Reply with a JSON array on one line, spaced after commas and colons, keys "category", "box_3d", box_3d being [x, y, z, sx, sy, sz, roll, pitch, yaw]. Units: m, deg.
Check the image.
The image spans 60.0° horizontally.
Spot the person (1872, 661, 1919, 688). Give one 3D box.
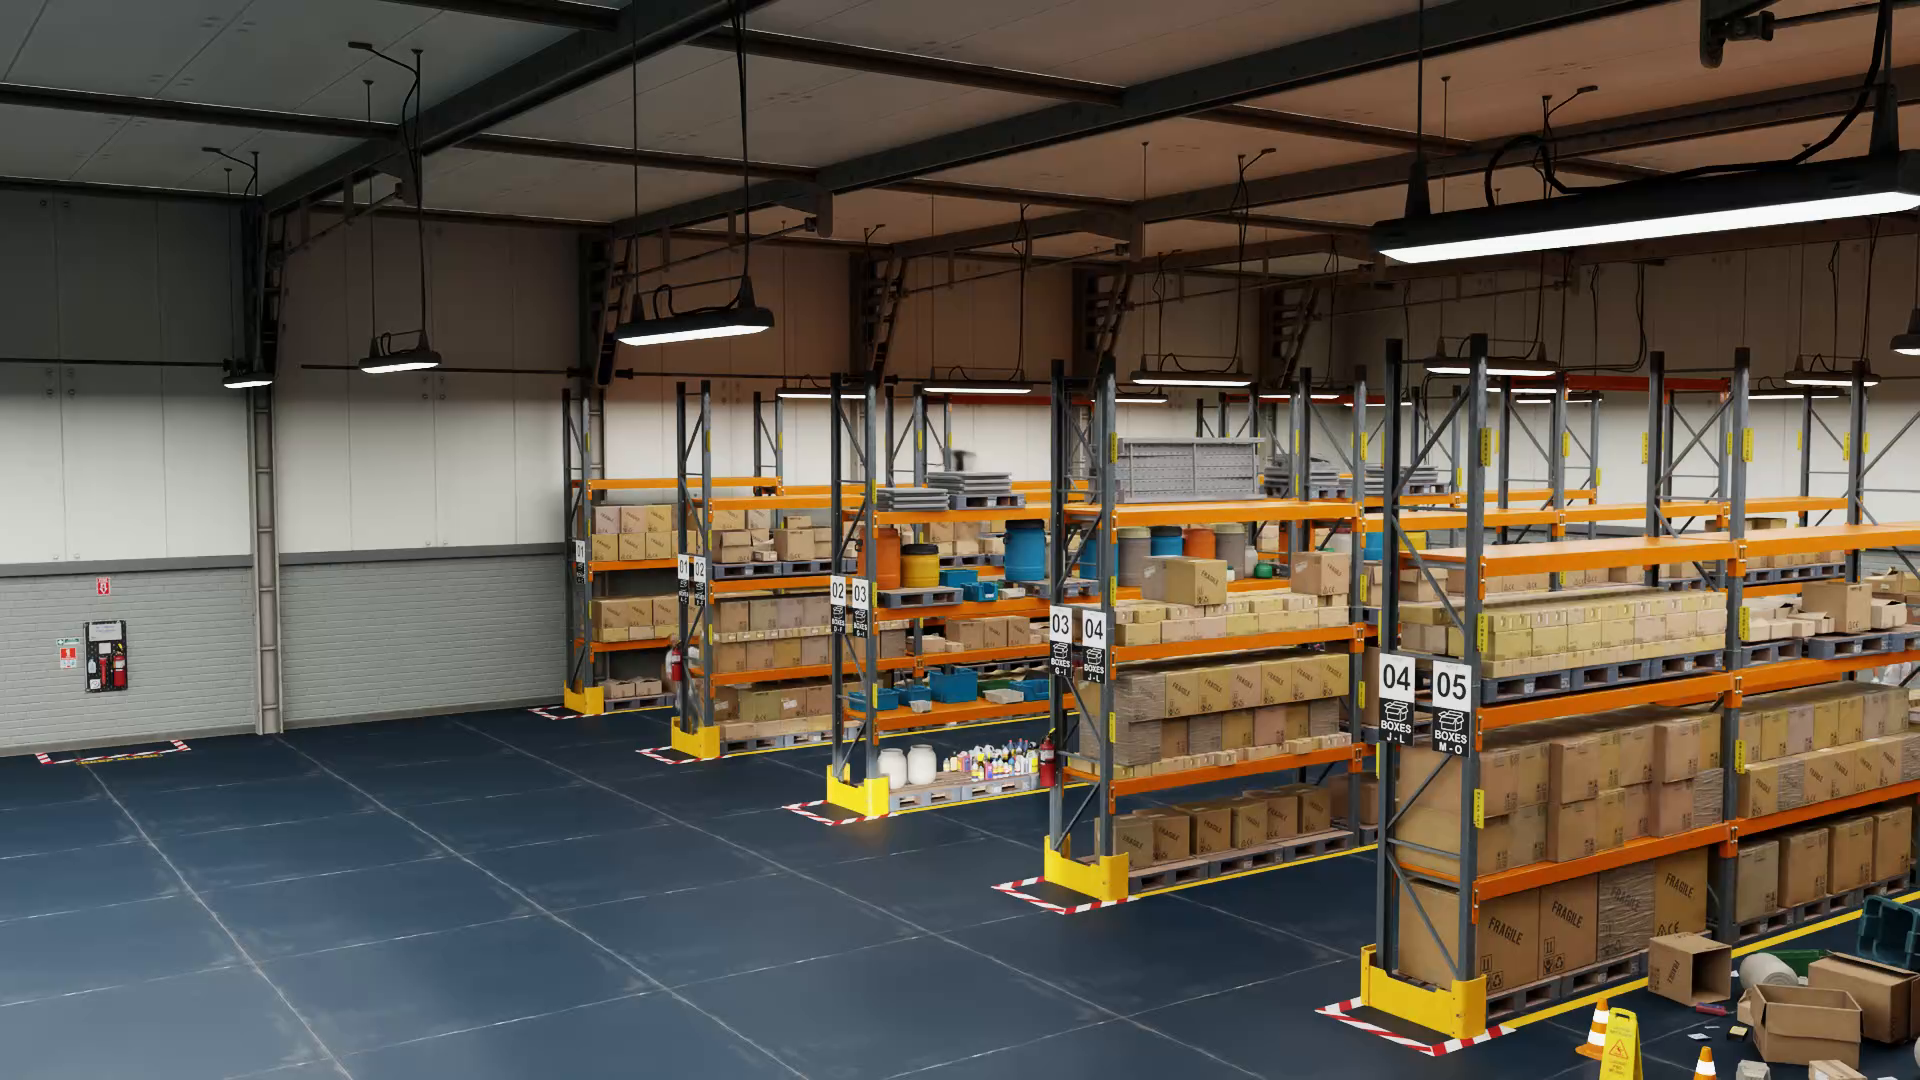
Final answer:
[{"category": "person", "box_3d": [15.671, 2.485, 27.910, 0.658, 1.761, 0.780, 0, 4, 2]}]

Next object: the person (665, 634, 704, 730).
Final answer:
[{"category": "person", "box_3d": [-4.684, 2.476, 28.588, 0.682, 1.743, 0.853, 4, 5, 45]}]
